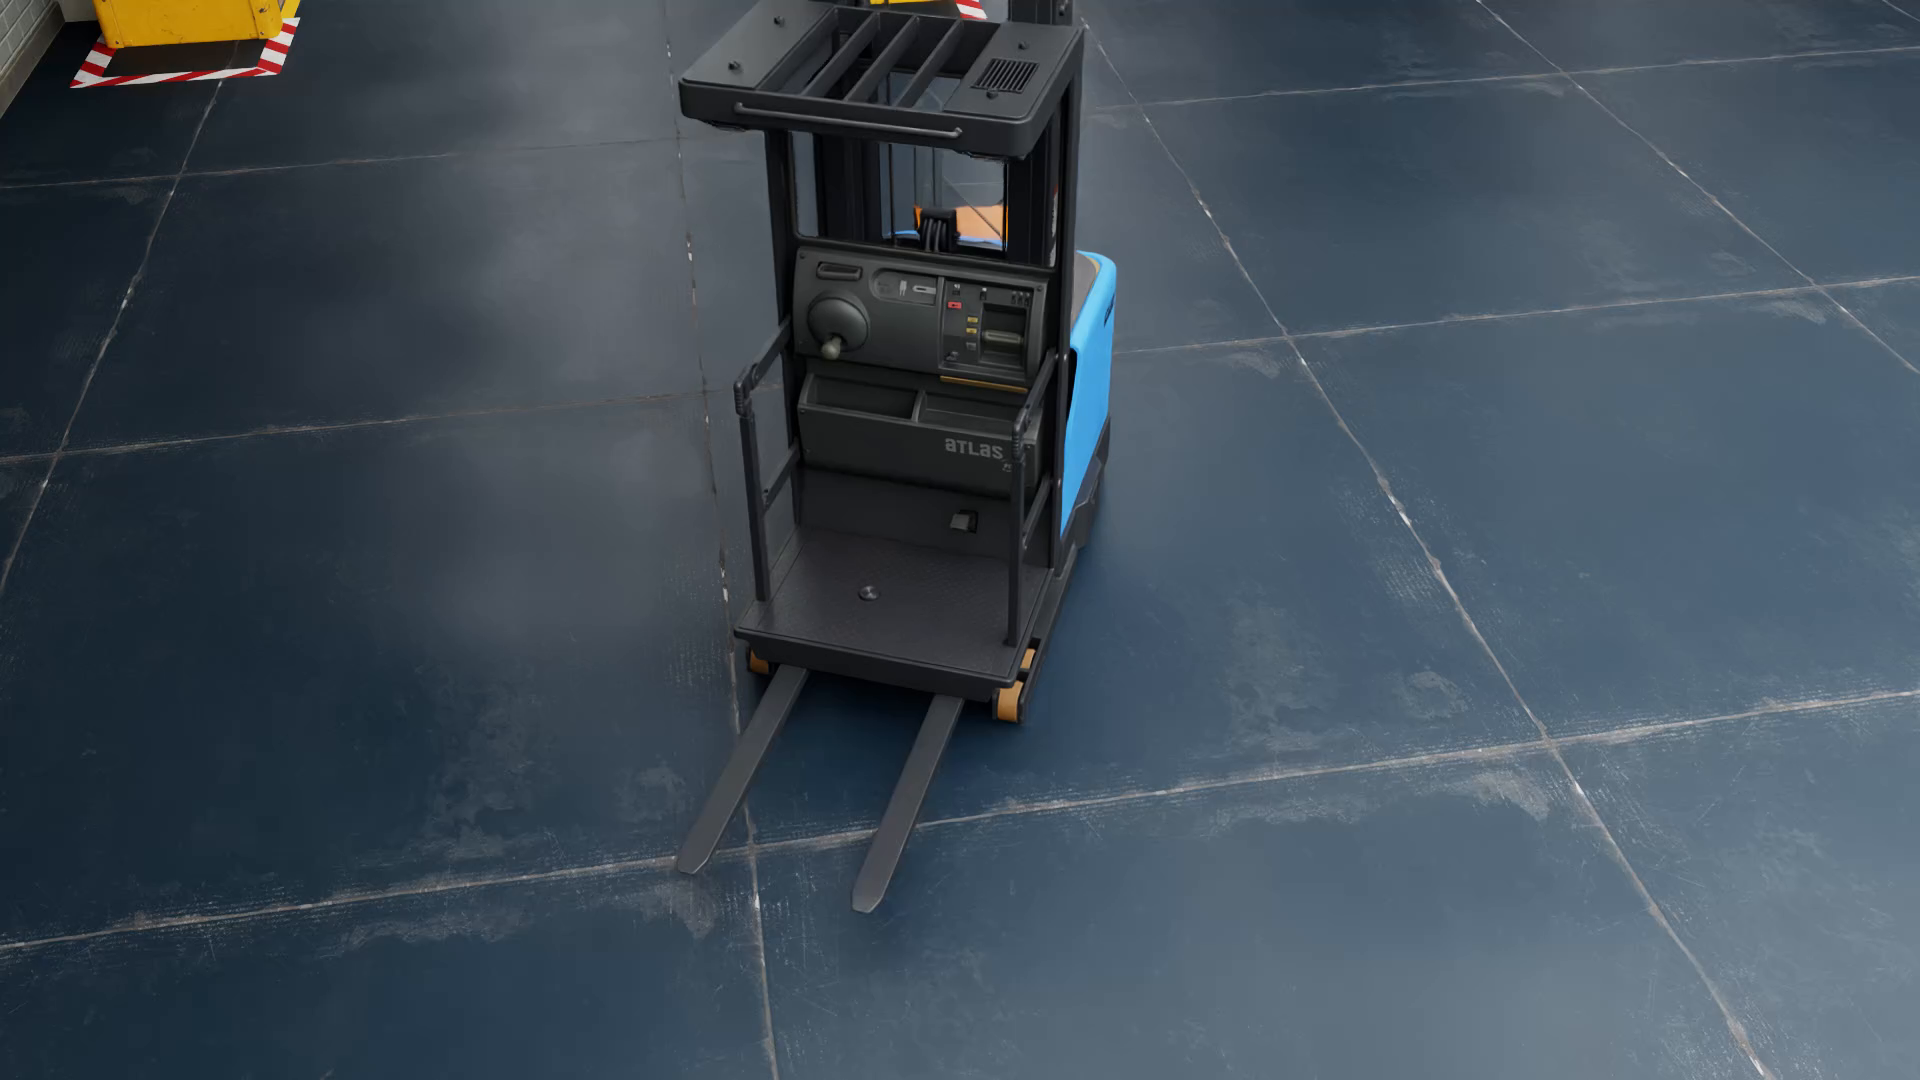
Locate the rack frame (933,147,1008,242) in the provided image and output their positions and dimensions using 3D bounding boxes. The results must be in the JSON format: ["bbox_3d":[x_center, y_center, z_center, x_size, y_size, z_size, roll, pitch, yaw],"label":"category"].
[{"bbox_3d":[0.136,-1.153,7.512,0.500,1.500,0.032,-4,38,-5],"label":"rack frame"}]

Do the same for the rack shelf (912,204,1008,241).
[{"bbox_3d":[0.080,-1.321,8.022,0.538,0.185,1.000,-4,38,-5],"label":"rack shelf"}]

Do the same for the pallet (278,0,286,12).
[{"bbox_3d":[-5.579,-4.198,12.482,1.003,0.211,1.213,-6,38,-8],"label":"pallet"}]

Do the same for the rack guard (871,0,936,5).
[{"bbox_3d":[-0.578,-4.292,12.368,1.175,0.500,0.348,-6,38,-8],"label":"rack guard"}]

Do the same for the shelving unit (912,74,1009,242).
[{"bbox_3d":[0.079,-1.469,7.918,0.587,1.500,1.083,-4,38,-5],"label":"shelving unit"}]

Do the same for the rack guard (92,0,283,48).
[{"bbox_3d":[-5.472,-3.818,11.757,1.175,0.500,0.348,-6,38,-8],"label":"rack guard"}]

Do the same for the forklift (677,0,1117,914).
[{"bbox_3d":[-0.207,-0.730,5.801,1.130,2.935,3.031,10,39,12],"label":"forklift"}]

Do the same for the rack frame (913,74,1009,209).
[{"bbox_3d":[0.025,-1.774,8.310,0.500,1.500,0.032,-4,38,-5],"label":"rack frame"}]

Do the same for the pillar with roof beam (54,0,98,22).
[{"bbox_3d":[-2.194,-7.921,10.111,9.100,9.000,0.400,-6,38,-8],"label":"pillar with roof beam"}]
